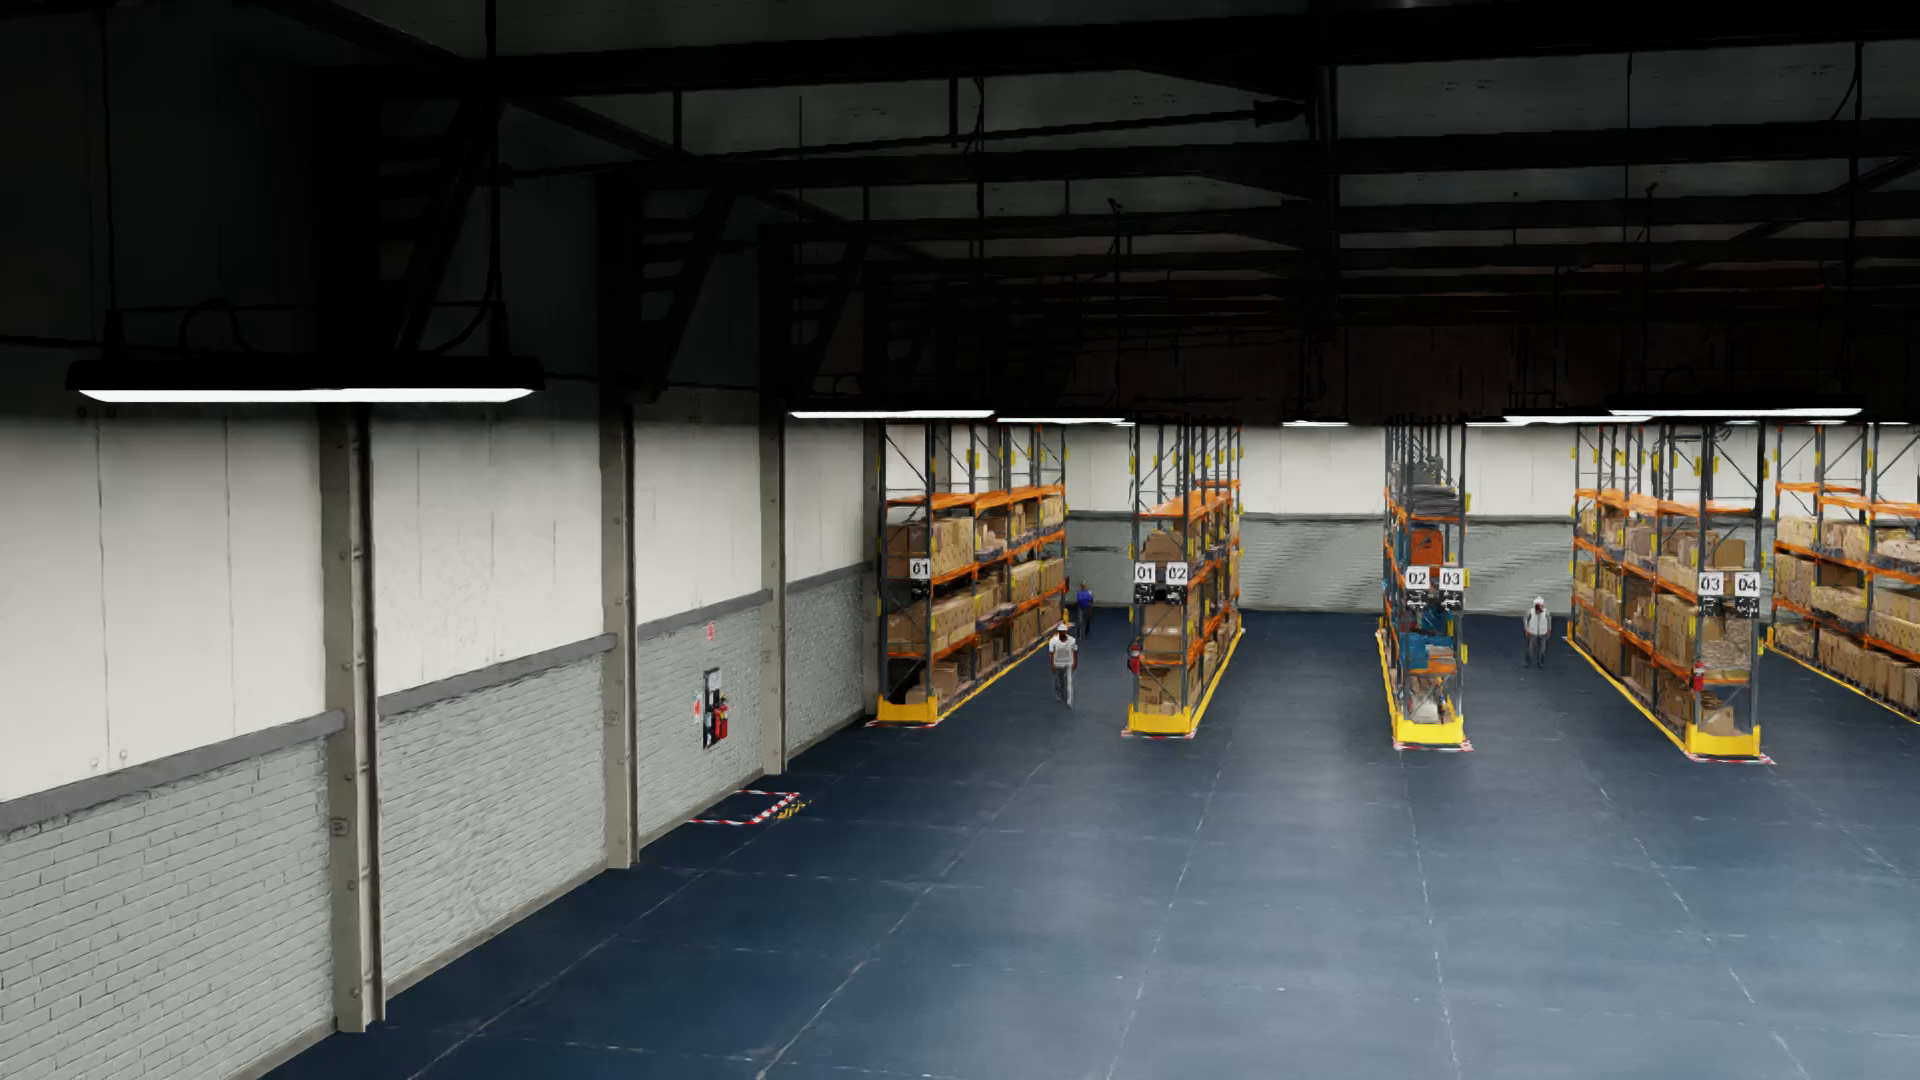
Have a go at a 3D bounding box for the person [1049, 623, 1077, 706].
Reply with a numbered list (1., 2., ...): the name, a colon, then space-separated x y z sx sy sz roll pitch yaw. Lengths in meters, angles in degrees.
1. person: 2.121 2.547 34.265 0.598 1.690 1.094 0 4 4

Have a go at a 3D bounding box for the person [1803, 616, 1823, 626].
1. person: 24.223 1.663 47.167 0.596 1.742 0.961 3 5 37

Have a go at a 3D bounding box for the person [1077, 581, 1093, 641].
1. person: 3.354 1.894 44.716 0.461 1.596 0.989 1 4 12

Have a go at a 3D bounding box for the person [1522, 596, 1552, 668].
1. person: 13.733 2.192 39.566 0.677 1.726 0.574 1 4 11
